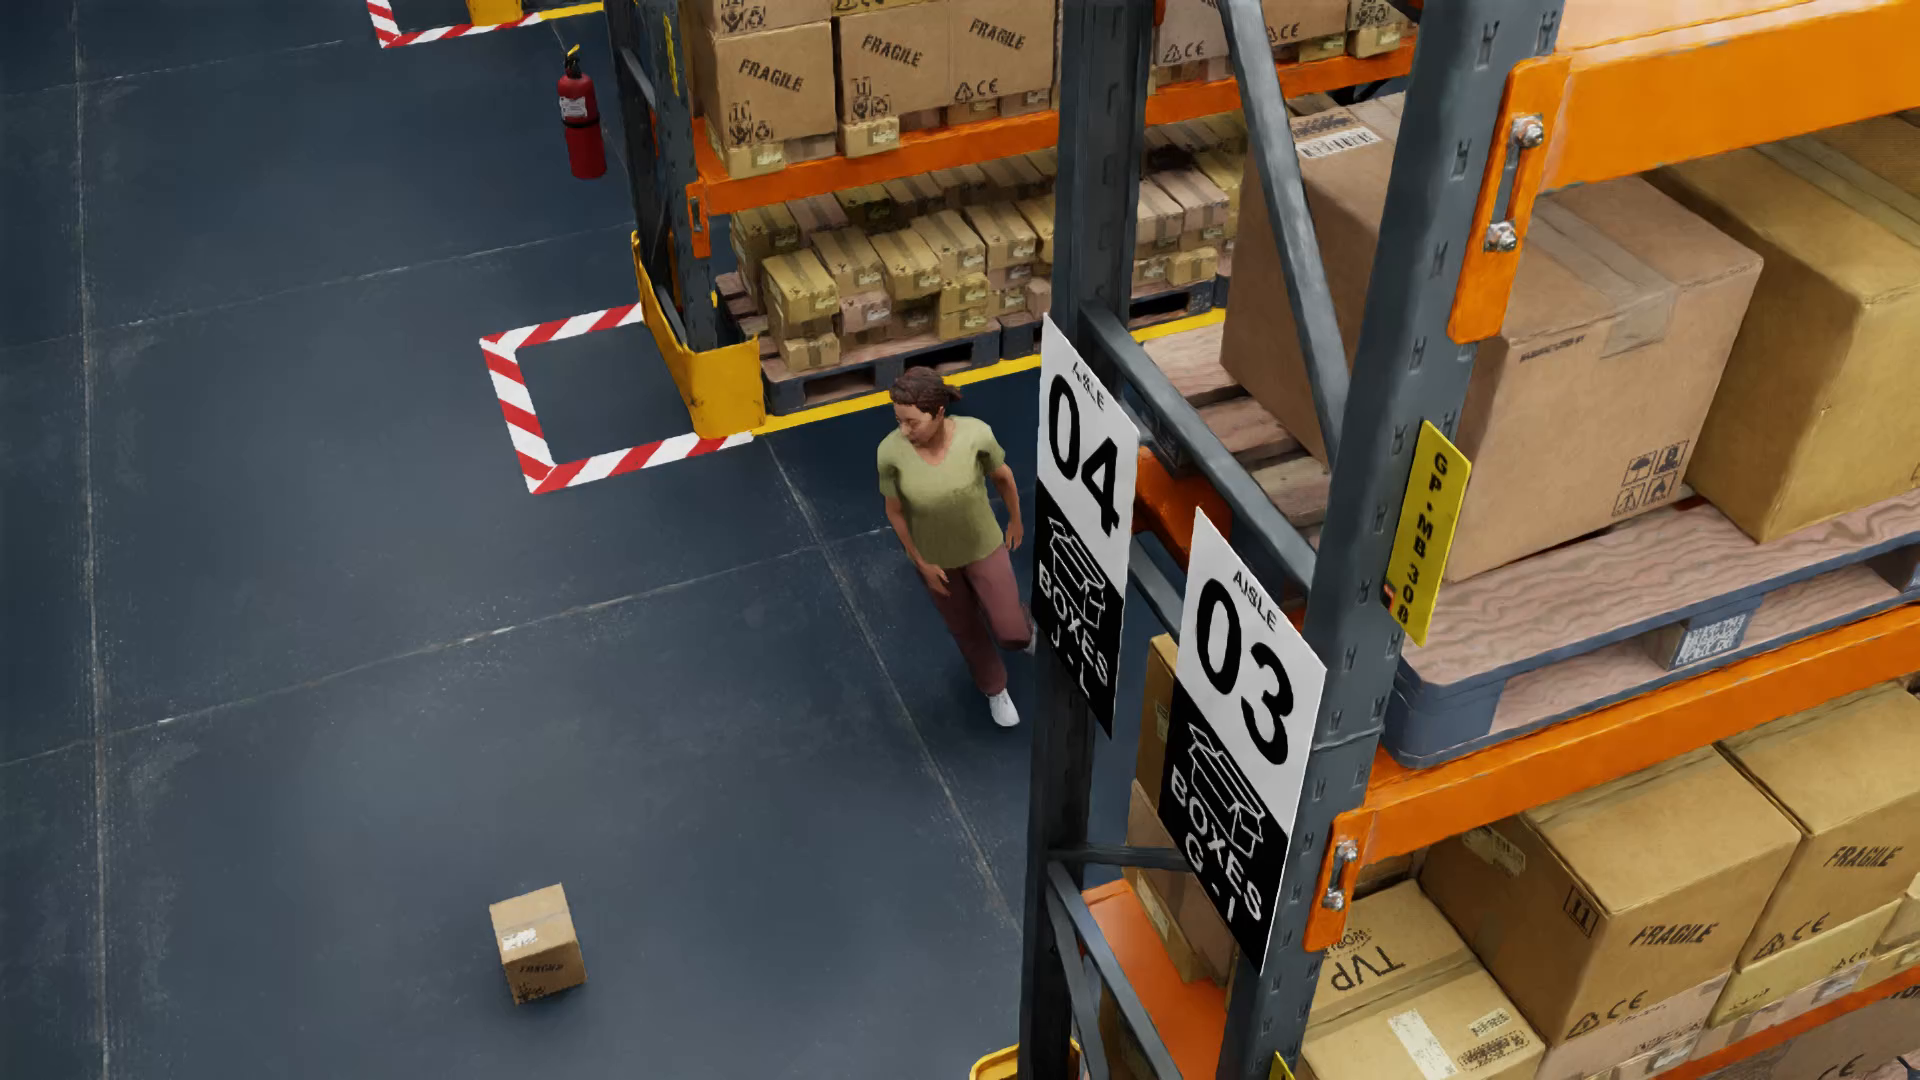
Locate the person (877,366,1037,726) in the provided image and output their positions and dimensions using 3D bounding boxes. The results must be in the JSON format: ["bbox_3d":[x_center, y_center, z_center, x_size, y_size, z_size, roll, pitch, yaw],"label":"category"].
[{"bbox_3d":[0.037,0.018,6.142,0.658,1.644,0.501,-4,42,-4],"label":"person"}]
